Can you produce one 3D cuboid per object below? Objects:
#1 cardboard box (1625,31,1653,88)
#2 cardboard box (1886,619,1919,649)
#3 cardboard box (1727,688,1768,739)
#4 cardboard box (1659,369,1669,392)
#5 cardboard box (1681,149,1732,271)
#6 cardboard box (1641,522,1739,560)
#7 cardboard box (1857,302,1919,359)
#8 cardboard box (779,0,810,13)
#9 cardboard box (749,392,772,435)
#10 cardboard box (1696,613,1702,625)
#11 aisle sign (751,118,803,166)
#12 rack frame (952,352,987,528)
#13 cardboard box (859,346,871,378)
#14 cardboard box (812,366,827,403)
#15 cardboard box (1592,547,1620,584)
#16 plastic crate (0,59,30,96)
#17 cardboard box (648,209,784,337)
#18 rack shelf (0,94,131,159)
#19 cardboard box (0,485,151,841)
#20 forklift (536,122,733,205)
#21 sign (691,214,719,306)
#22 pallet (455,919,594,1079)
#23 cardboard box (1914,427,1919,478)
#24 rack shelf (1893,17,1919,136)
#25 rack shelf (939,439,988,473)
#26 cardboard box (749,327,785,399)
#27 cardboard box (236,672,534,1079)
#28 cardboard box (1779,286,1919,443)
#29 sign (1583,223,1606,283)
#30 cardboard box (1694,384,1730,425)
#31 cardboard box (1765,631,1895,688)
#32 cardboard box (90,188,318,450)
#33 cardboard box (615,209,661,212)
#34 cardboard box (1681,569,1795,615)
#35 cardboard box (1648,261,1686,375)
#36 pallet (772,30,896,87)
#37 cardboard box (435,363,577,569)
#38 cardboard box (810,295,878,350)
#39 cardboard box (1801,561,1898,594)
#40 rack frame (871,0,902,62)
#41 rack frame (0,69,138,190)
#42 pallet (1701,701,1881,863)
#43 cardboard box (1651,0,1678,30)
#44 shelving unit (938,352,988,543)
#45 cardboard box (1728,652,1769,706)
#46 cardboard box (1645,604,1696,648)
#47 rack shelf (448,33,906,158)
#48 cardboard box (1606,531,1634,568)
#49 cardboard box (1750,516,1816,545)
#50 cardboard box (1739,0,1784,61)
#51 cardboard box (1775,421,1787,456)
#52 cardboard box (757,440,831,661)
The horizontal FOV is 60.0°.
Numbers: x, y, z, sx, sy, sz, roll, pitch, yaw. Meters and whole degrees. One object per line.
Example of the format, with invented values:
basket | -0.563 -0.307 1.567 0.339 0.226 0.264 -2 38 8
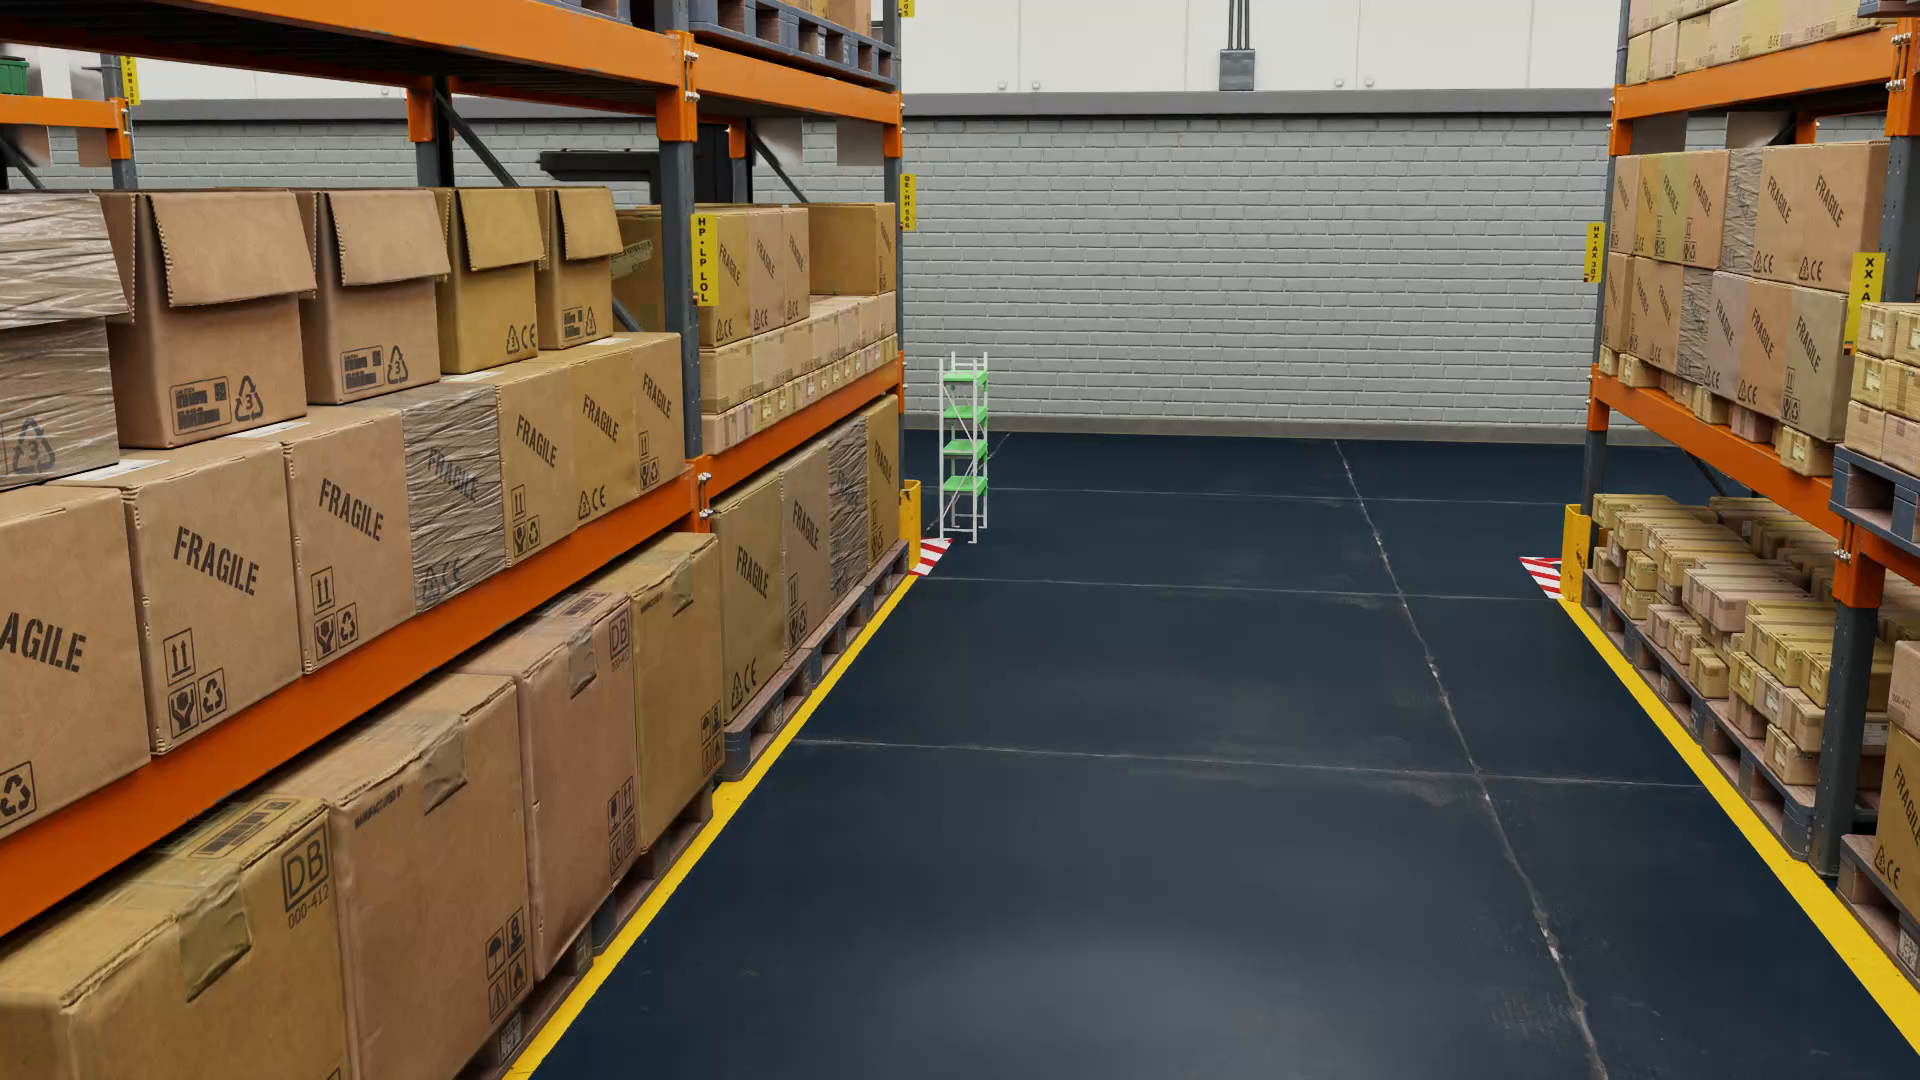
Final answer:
cardboard box | 3.720 -2.453 8.493 0.500 0.250 0.500 2 12 11
cardboard box | 3.775 0.410 6.328 0.380 0.149 0.250 2 12 8
cardboard box | 3.249 0.674 6.514 0.380 0.149 0.250 1 12 7
cardboard box | 3.671 -0.799 8.176 0.380 0.149 0.250 2 12 11
cardboard box | 3.462 -1.425 7.167 0.500 0.500 0.500 1 12 7
cardboard box | 3.580 0.014 8.166 0.380 0.149 0.250 1 12 6
cardboard box | 2.911 -0.619 4.933 0.380 0.149 0.250 3 12 12
cardboard box | -1.091 -2.645 7.554 0.700 0.500 0.500 2 12 11
cardboard box | -1.005 -0.532 6.938 0.380 0.149 0.250 2 12 11
cardboard box | 3.513 0.329 7.410 0.380 0.149 0.250 2 12 11
aisle sign | -1.130 -2.623 9.872 0.394 0.787 0.004 2 12 9
rack frame | 0.063 -0.672 11.263 0.240 1.200 0.015 2 12 9
cardboard box | -0.691 -0.961 8.929 0.380 0.149 0.250 2 12 10
cardboard box | -0.847 -0.747 7.936 0.380 0.149 0.250 2 12 7
cardboard box | 3.644 0.142 8.986 0.380 0.149 0.250 2 12 10
plastic crate | -5.608 -2.636 9.487 0.450 0.188 0.336 2 12 9
cardboard box | -1.050 -1.127 6.972 0.500 0.500 0.500 2 12 9
rack shelf | -6.046 -2.186 8.604 1.077 0.370 4.000 2 12 9
cardboard box | -1.731 0.197 2.722 0.500 0.500 0.500 2 12 10
forklift | -2.202 -1.486 10.930 3.031 2.935 1.130 -2 12 -10
sign | -0.922 -1.006 5.982 0.100 0.325 0.005 2 12 9
pallet | -1.689 1.286 4.523 1.003 0.211 1.213 2 12 9
cardboard box | 2.832 -0.218 4.486 0.380 0.149 0.250 2 12 9
rack shelf | 3.118 -1.011 3.152 1.077 0.370 4.000 2 12 9
rack shelf | 0.025 -0.559 11.040 0.258 0.148 0.480 2 12 9
cardboard box | -1.047 -0.759 7.046 0.500 0.250 0.500 2 12 8
cardboard box | -1.803 0.843 4.007 1.225 0.875 0.875 2 12 9
cardboard box | 3.221 -0.617 5.792 0.500 0.500 0.500 2 12 9
sign | 3.505 -1.586 9.178 0.100 0.325 0.005 2 12 9
cardboard box | 3.408 -0.585 7.183 0.380 0.149 0.250 2 12 10
cardboard box | 3.224 0.448 6.153 0.380 0.149 0.250 2 12 9
cardboard box | -1.843 -0.488 3.521 0.797 0.503 0.637 2 12 10
cardboard box | -1.572 -1.142 7.041 0.500 0.500 0.500 2 12 9
cardboard box | 3.352 0.228 7.171 0.380 0.149 0.250 1 12 7
cardboard box | 3.554 -1.041 7.762 0.500 0.500 0.500 2 12 9
pallet | -0.948 -2.595 9.007 1.003 0.211 1.213 2 12 9
cardboard box | -1.418 -0.225 4.682 0.500 0.500 0.500 2 12 8
cardboard box | -0.735 -1.184 9.018 0.500 0.250 0.500 2 12 8
cardboard box | 3.949 0.195 7.325 0.380 0.149 0.250 2 12 9
rack frame | -0.844 -4.260 9.399 1.000 3.000 0.127 2 12 9
rack frame | -5.738 -1.488 10.776 1.000 3.000 0.127 2 12 9
pallet | 3.494 0.909 6.272 1.003 0.211 1.213 2 12 9
cardboard box | 3.638 -2.591 7.946 0.500 0.250 0.500 2 12 8
shelving unit | 0.025 -0.621 11.027 0.258 1.200 0.503 2 12 9
cardboard box | 3.214 0.541 6.426 0.380 0.149 0.250 1 12 7
cardboard box | 3.437 0.406 7.761 0.380 0.149 0.250 1 12 6
rack shelf | -1.152 -2.025 7.859 1.077 0.370 4.000 2 12 9
cardboard box | 3.609 0.053 8.689 0.380 0.149 0.250 2 12 8
cardboard box | 4.201 -0.021 8.329 0.380 0.149 0.250 2 12 7
cardboard box | 3.401 -2.026 6.510 0.500 0.250 0.500 2 12 8
cardboard box | 3.271 -0.368 6.176 0.380 0.149 0.250 2 12 11
cardboard box | -1.140 0.017 7.842 0.875 0.875 0.875 2 12 9
